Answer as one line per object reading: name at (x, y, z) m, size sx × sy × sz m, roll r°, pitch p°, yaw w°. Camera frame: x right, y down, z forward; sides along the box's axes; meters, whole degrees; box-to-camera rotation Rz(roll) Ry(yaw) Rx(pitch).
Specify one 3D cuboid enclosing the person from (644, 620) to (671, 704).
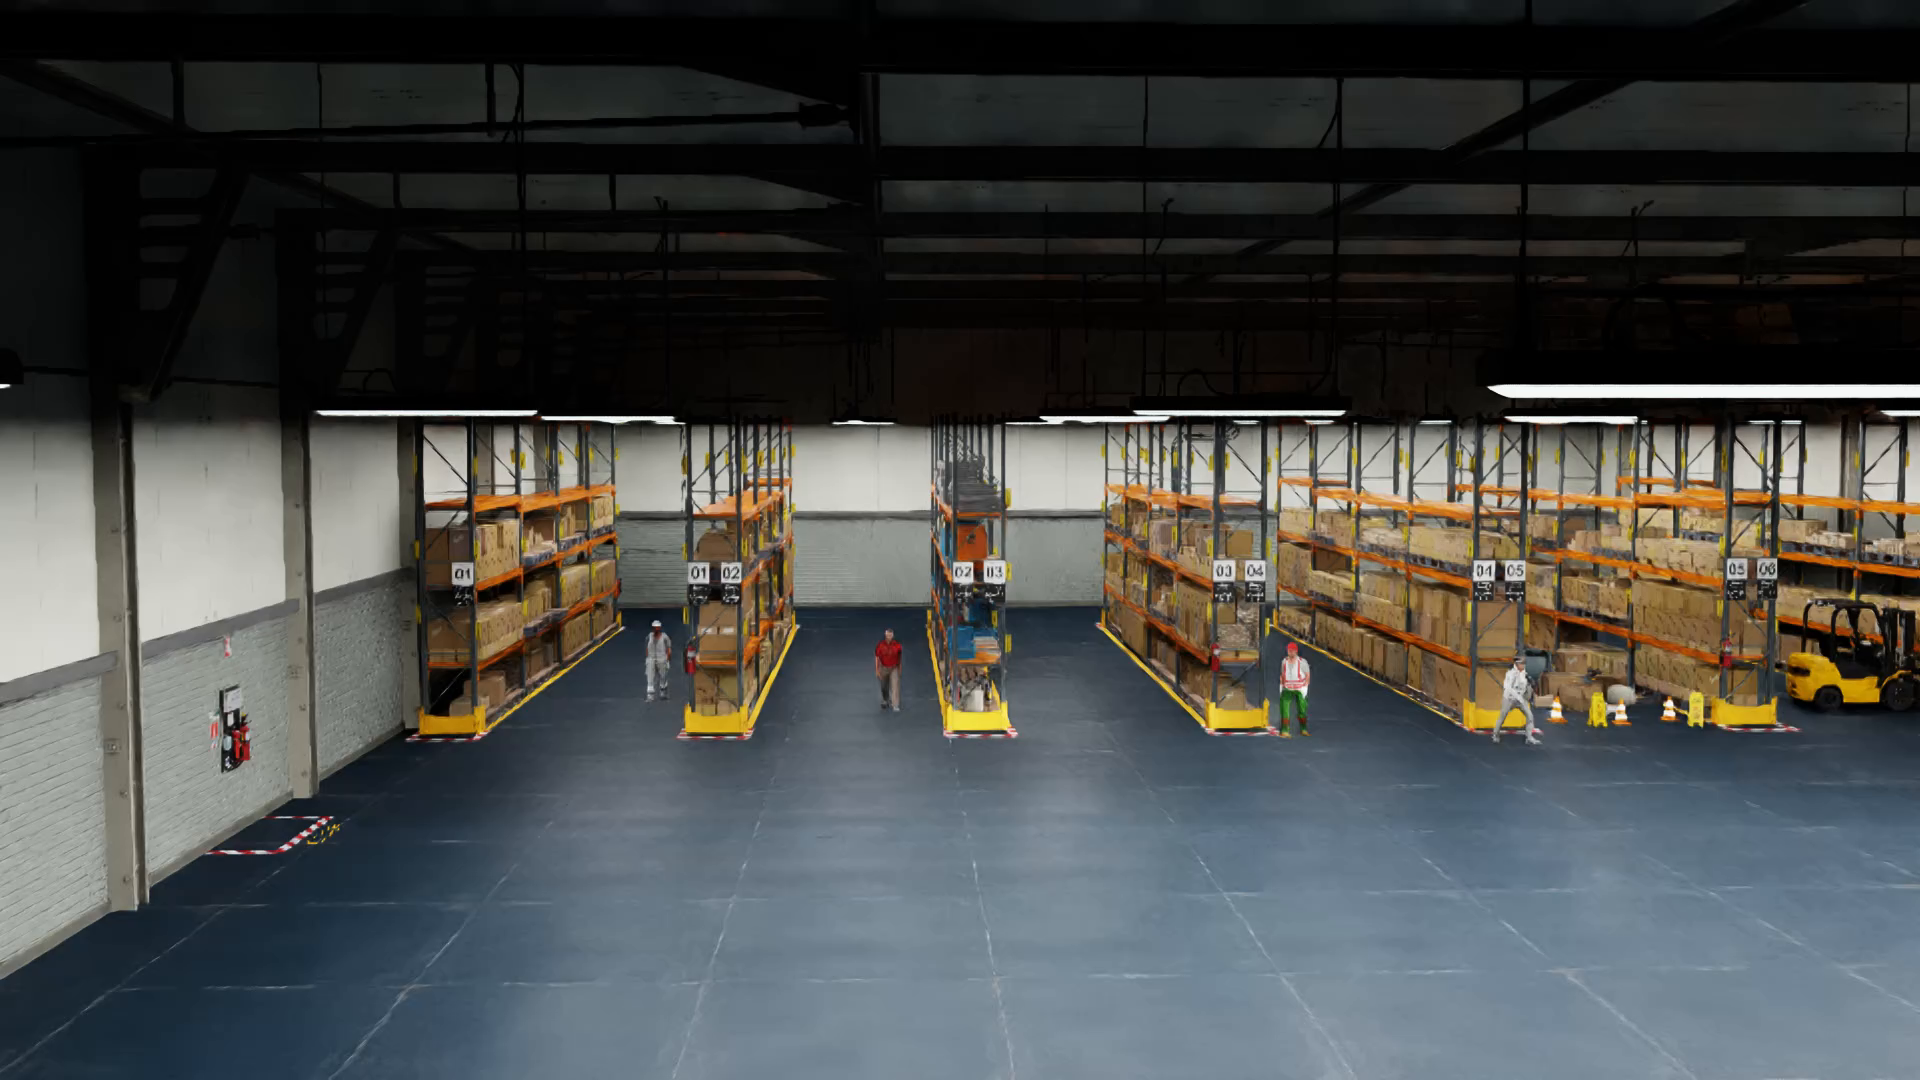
person at (-6.279, 2.501, 34.500) m, size 0.551 × 1.707 × 1.108 m, roll 0°, pitch 4°, yaw -3°

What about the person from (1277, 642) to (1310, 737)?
person at (6.172, 2.757, 30.715) m, size 0.620 × 1.759 × 0.682 m, roll 2°, pitch 4°, yaw 30°

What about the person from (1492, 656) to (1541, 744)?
person at (10.021, 2.866, 30.042) m, size 0.643 × 1.612 × 0.794 m, roll -1°, pitch 4°, yaw -20°

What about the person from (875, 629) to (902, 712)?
person at (-1.444, 2.602, 33.522) m, size 0.542 × 1.645 × 1.126 m, roll 0°, pitch 4°, yaw 0°
